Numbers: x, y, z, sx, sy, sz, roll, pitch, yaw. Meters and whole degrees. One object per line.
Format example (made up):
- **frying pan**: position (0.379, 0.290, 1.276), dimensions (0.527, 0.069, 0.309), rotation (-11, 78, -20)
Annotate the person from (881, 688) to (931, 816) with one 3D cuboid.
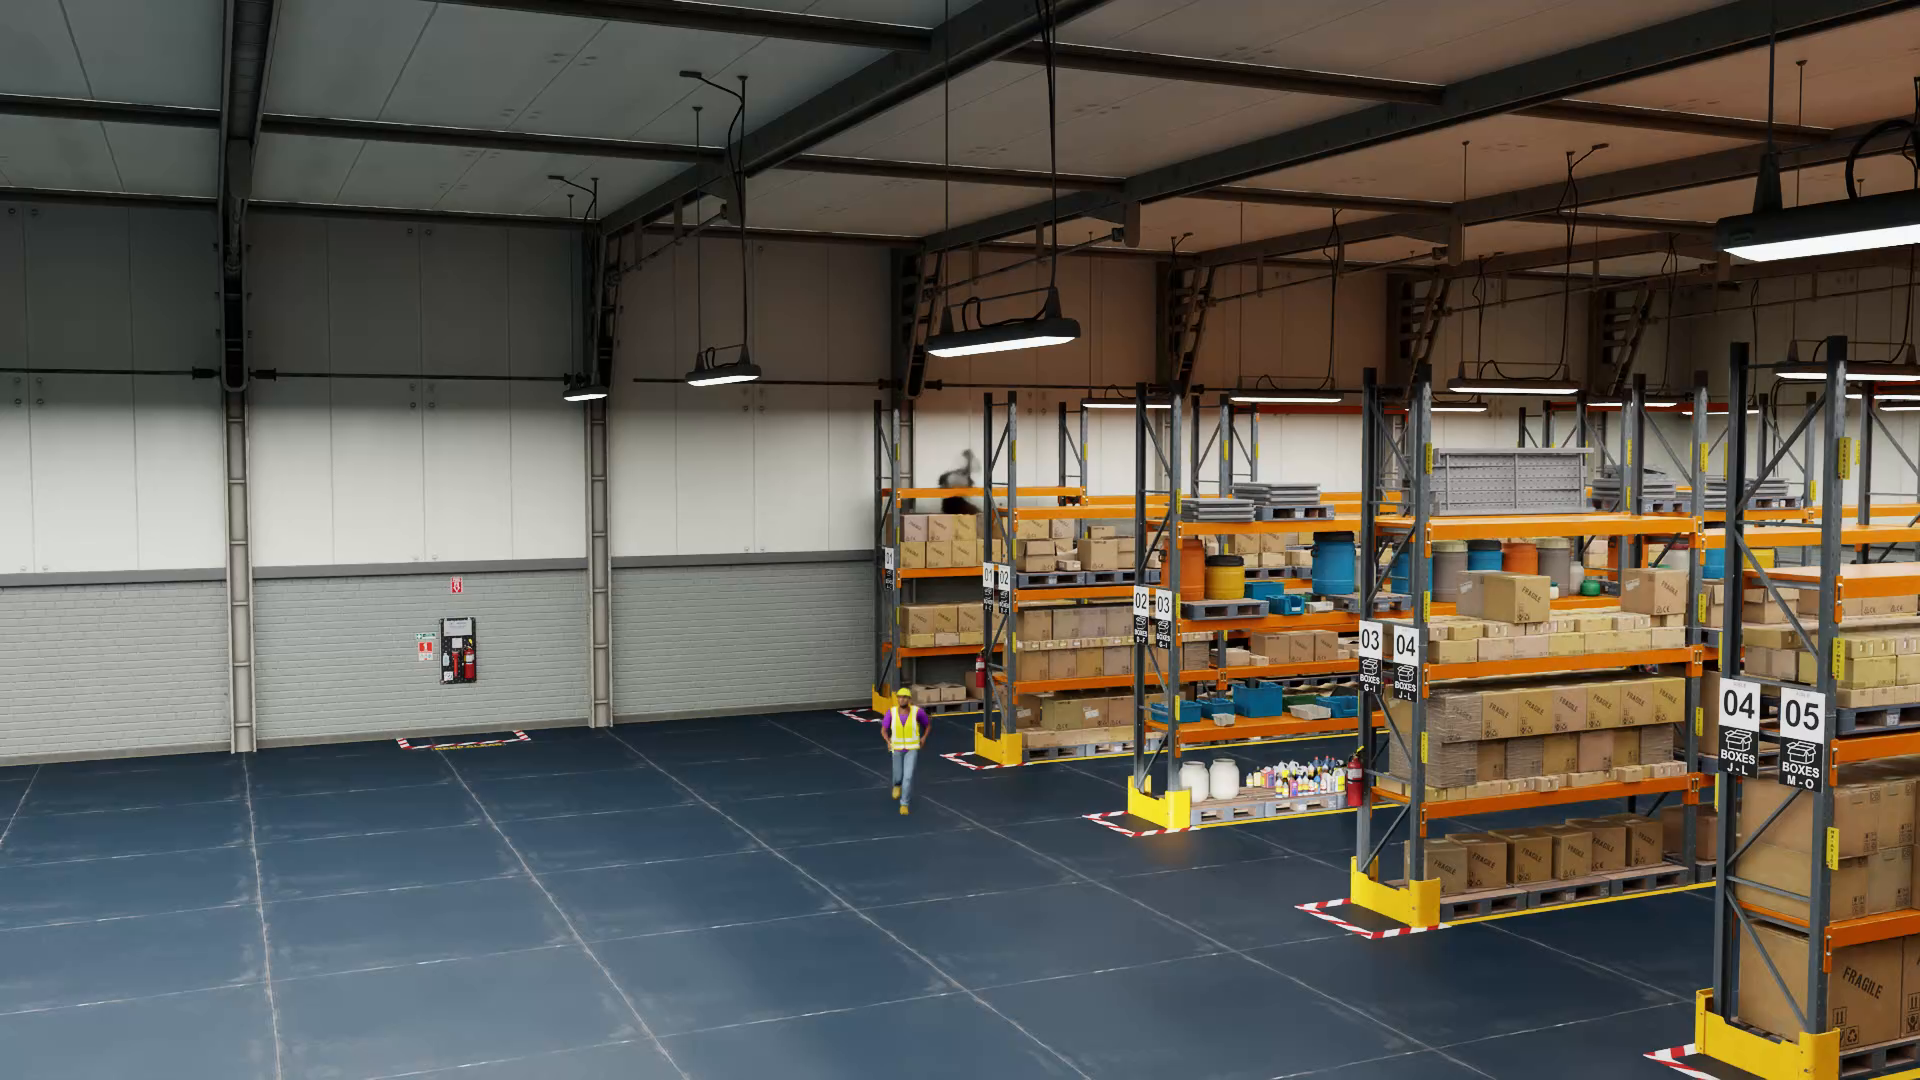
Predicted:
- **person**: position (-0.757, 2.943, 23.420), dimensions (0.705, 1.752, 0.772), rotation (0, 3, 3)
